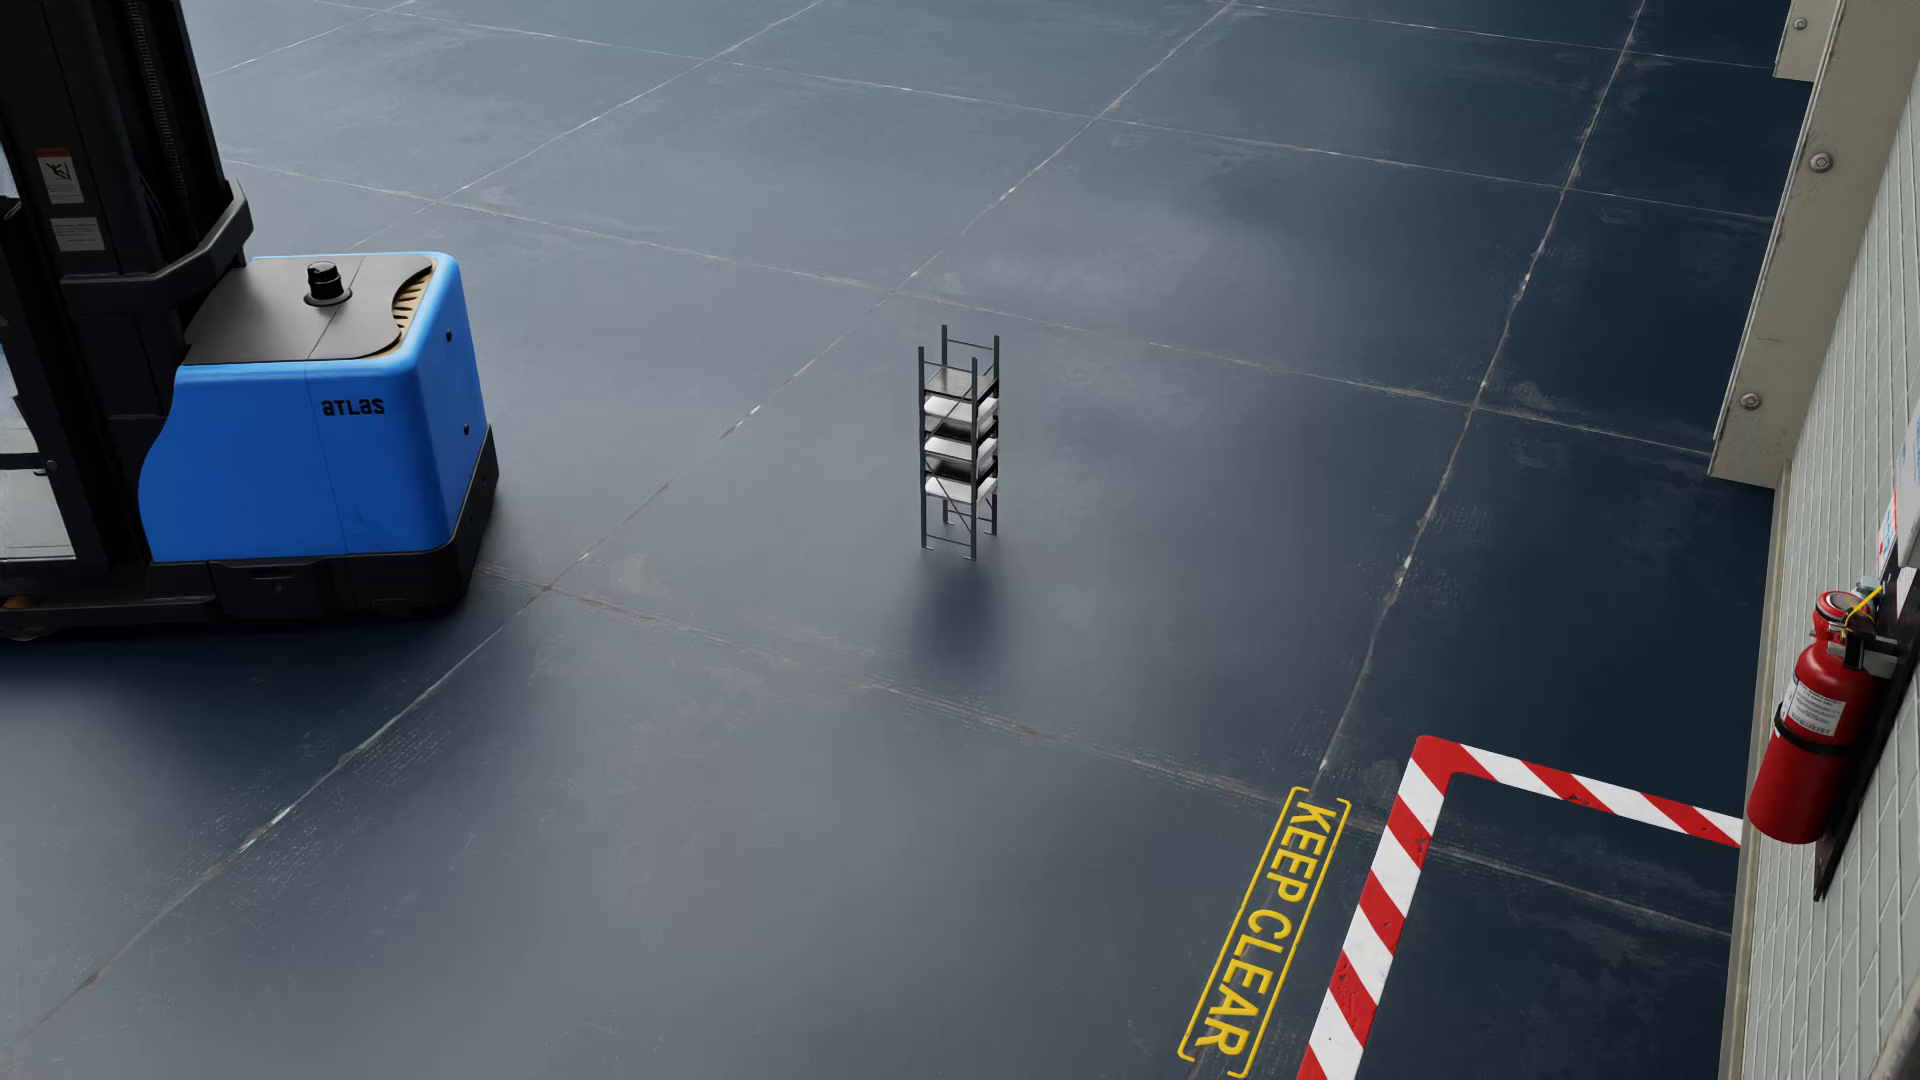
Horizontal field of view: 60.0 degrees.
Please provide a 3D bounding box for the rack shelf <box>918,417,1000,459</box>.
[{"bbox_3d":[-0.003,-0.420,6.466,0.258,0.077,0.200,14,36,20],"label":"rack shelf"}]

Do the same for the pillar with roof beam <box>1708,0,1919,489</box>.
[{"bbox_3d":[-0.461,-5.094,6.312,9.100,9.000,0.400,14,36,20],"label":"pillar with roof beam"}]

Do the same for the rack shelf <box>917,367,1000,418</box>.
[{"bbox_3d":[-0.003,-0.570,6.367,0.258,0.077,0.200,14,36,20],"label":"rack shelf"}]

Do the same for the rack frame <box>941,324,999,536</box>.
[{"bbox_3d":[0.039,-0.423,6.574,0.240,0.900,0.006,14,36,20],"label":"rack frame"}]

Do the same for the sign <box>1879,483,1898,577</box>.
[{"bbox_3d":[2.332,-0.098,4.131,0.001,0.329,0.234,14,36,20],"label":"sign"}]

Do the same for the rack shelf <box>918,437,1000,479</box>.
[{"bbox_3d":[-0.003,-0.344,6.515,0.258,0.077,0.200,14,36,20],"label":"rack shelf"}]

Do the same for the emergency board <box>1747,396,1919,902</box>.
[{"bbox_3d":[2.007,0.169,3.757,0.194,1.169,0.643,14,36,20],"label":"emergency board"}]

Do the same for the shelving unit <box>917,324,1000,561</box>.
[{"bbox_3d":[-0.003,-0.372,6.497,0.258,0.900,0.210,14,36,20],"label":"shelving unit"}]

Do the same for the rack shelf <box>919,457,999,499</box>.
[{"bbox_3d":[-0.003,-0.269,6.565,0.258,0.077,0.200,14,36,20],"label":"rack shelf"}]

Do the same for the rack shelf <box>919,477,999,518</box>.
[{"bbox_3d":[-0.003,-0.194,6.614,0.258,0.077,0.200,14,36,20],"label":"rack shelf"}]

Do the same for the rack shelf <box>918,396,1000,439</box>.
[{"bbox_3d":[-0.003,-0.495,6.417,0.258,0.077,0.200,14,36,20],"label":"rack shelf"}]

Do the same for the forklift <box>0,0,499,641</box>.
[{"bbox_3d":[-3.427,-1.144,5.822,3.031,2.935,1.130,-2,33,-4],"label":"forklift"}]

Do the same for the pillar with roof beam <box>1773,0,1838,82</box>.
[{"bbox_3d":[2.049,-8.082,10.869,9.100,9.000,0.400,14,36,20],"label":"pillar with roof beam"}]

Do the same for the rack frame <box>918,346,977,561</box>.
[{"bbox_3d":[-0.046,-0.322,6.420,0.240,0.900,0.006,14,36,20],"label":"rack frame"}]
